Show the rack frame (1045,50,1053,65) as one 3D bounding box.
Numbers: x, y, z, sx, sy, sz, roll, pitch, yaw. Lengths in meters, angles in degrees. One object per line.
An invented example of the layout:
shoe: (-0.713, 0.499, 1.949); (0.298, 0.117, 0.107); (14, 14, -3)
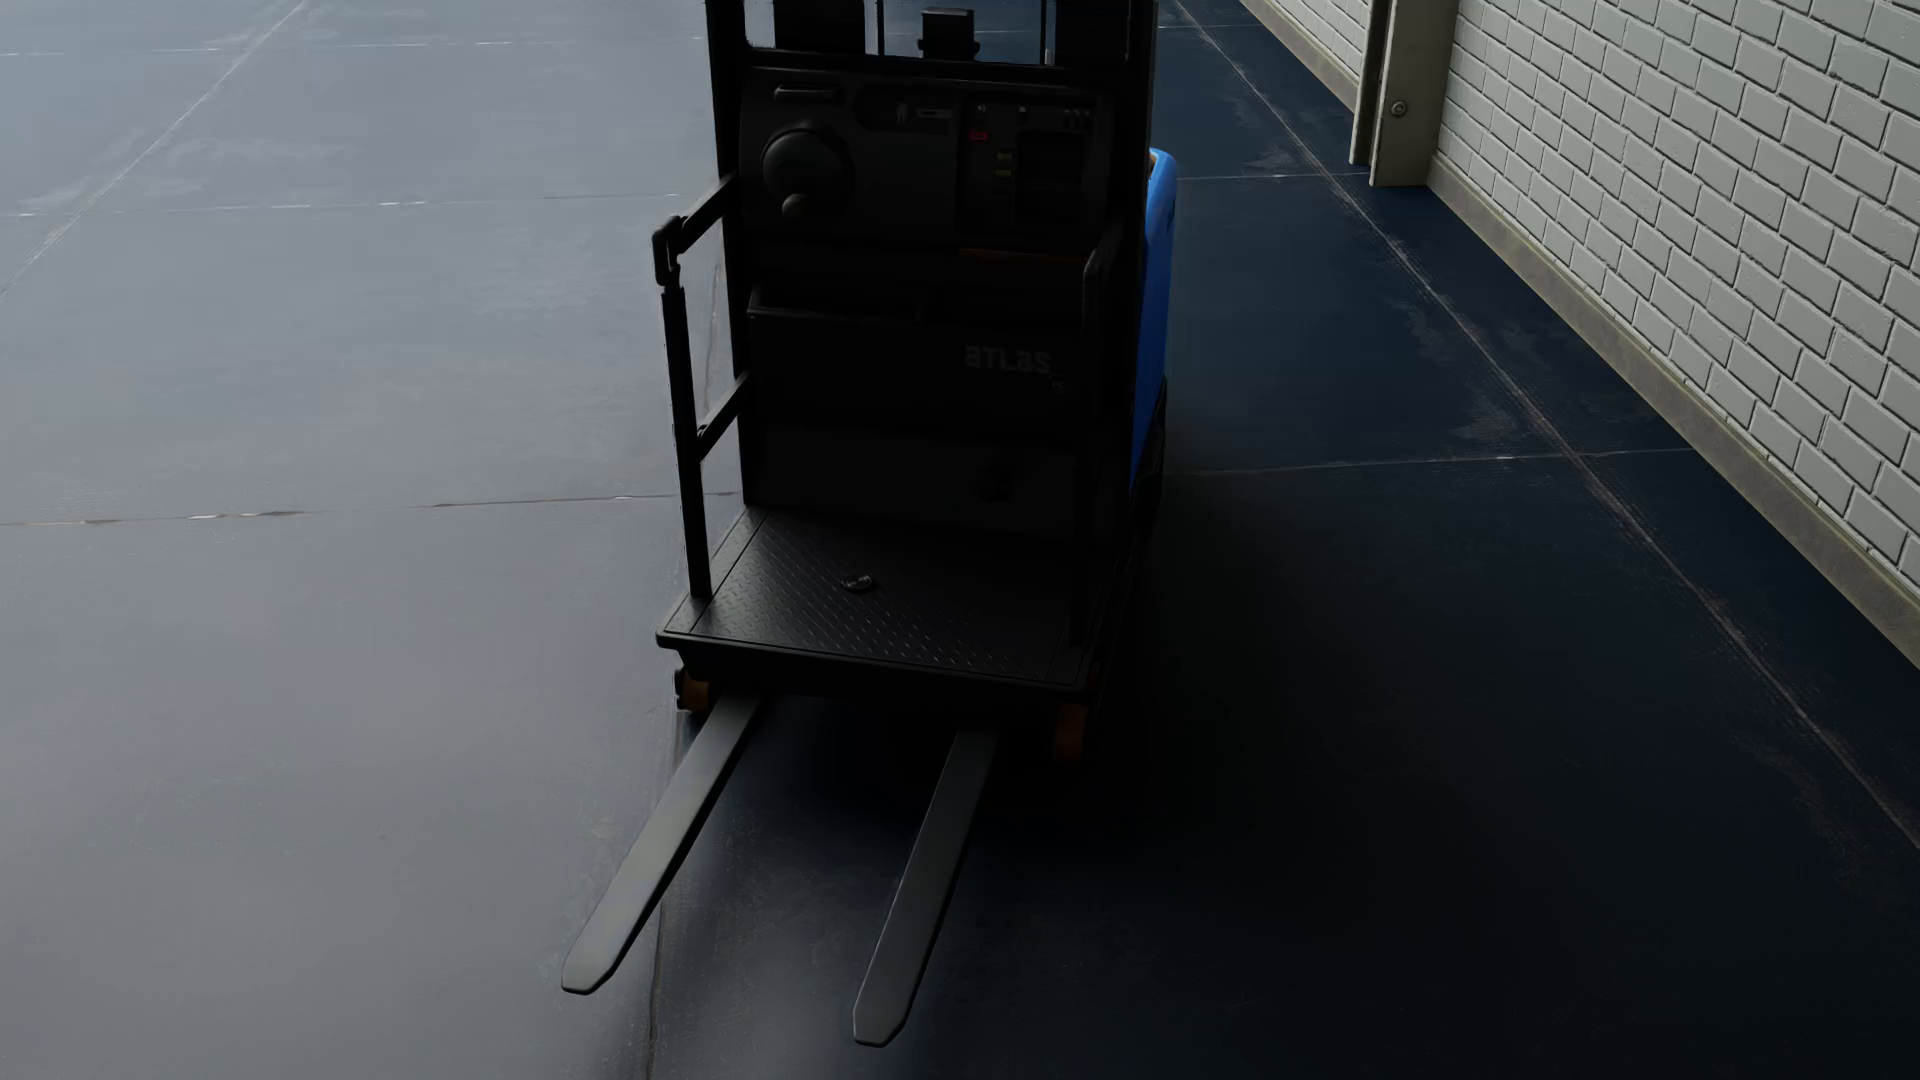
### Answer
rack frame: (0.410, -1.153, 6.010); (0.240, 1.200, 0.015); (9, 31, 14)

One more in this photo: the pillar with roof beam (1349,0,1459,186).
pillar with roof beam: (-2.130, -5.499, 5.681); (9.100, 9.000, 0.400); (-3, 31, -5)

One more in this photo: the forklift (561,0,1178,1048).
forklift: (-0.133, -0.890, 3.882); (1.130, 2.935, 3.031); (7, 31, 11)

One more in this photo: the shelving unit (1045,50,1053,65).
shelving unit: (0.341, -1.037, 5.808); (0.258, 1.200, 0.503); (9, 31, 14)
